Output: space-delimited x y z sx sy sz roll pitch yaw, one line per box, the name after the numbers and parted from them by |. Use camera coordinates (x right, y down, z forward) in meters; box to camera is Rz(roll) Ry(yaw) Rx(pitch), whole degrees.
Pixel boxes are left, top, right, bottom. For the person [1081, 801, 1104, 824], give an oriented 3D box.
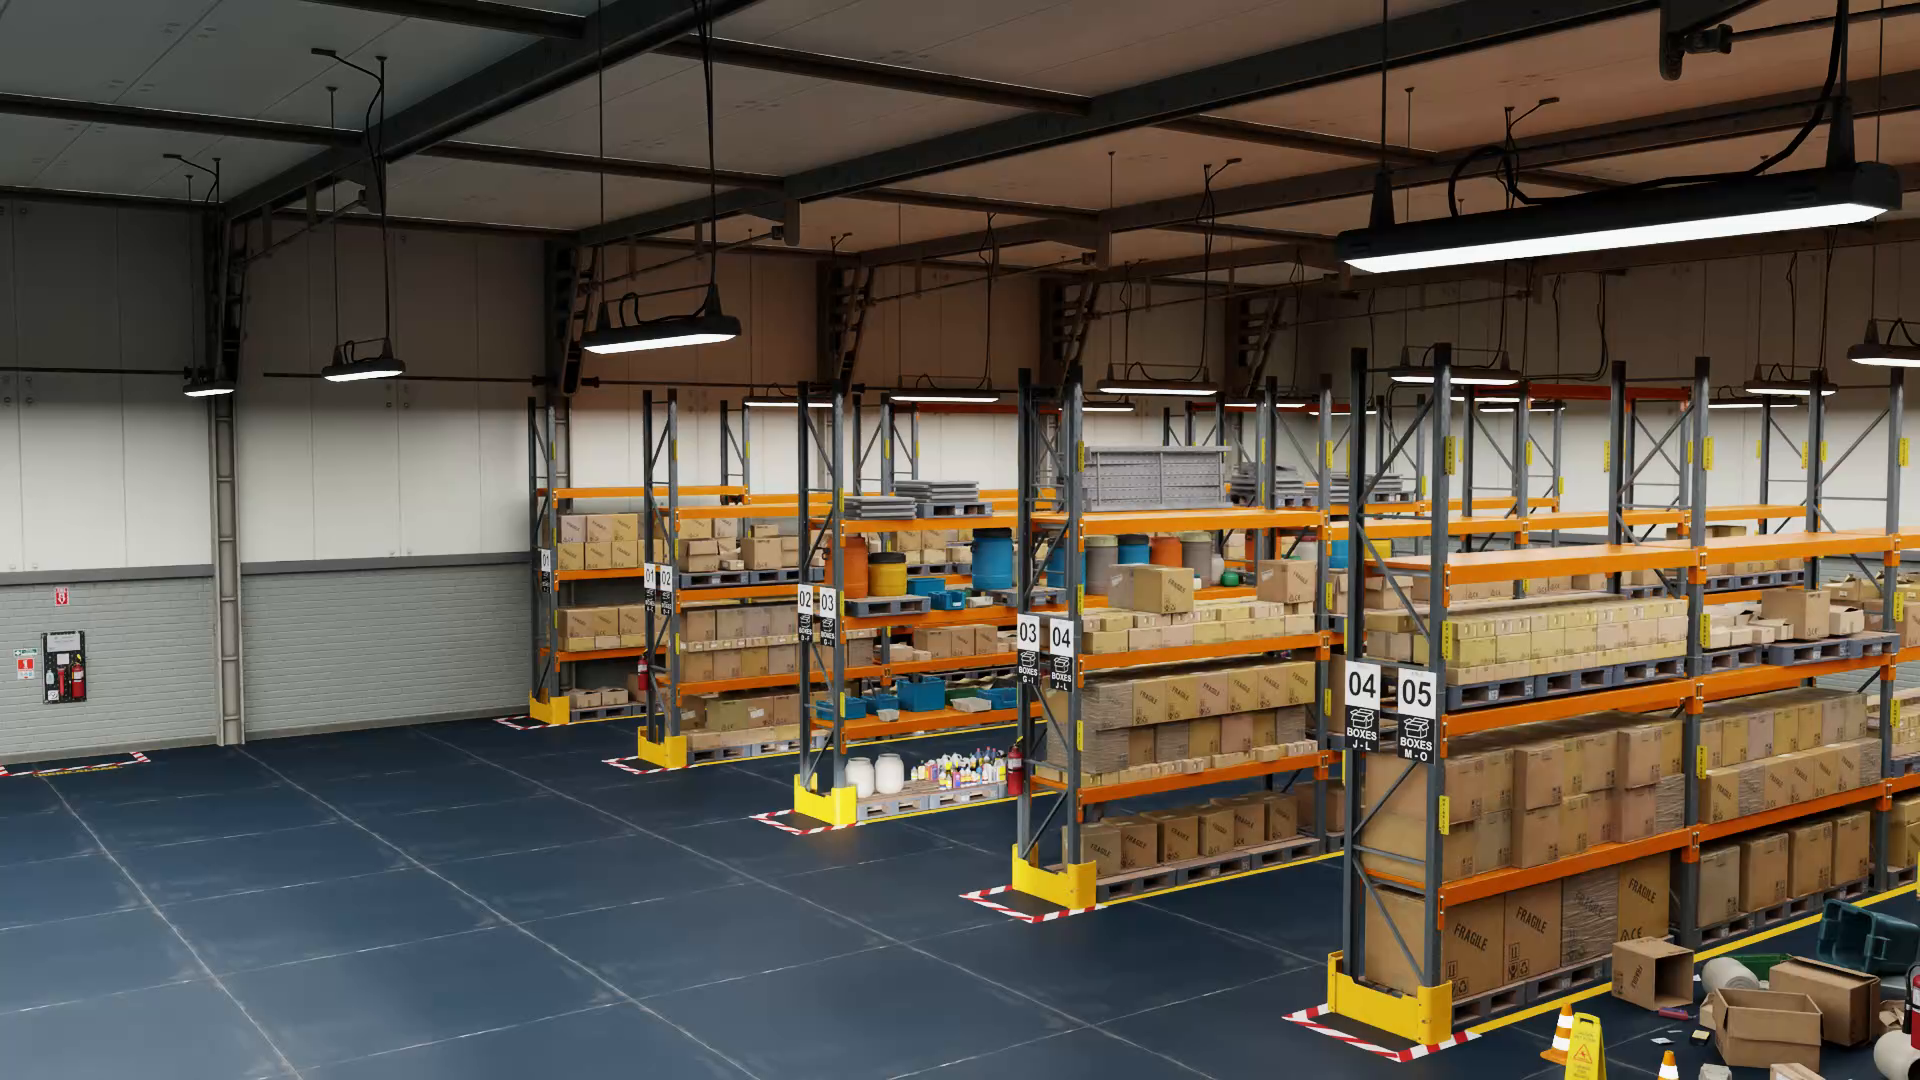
1.636 3.100 21.185 0.632 1.775 0.561 1 4 19 | person
